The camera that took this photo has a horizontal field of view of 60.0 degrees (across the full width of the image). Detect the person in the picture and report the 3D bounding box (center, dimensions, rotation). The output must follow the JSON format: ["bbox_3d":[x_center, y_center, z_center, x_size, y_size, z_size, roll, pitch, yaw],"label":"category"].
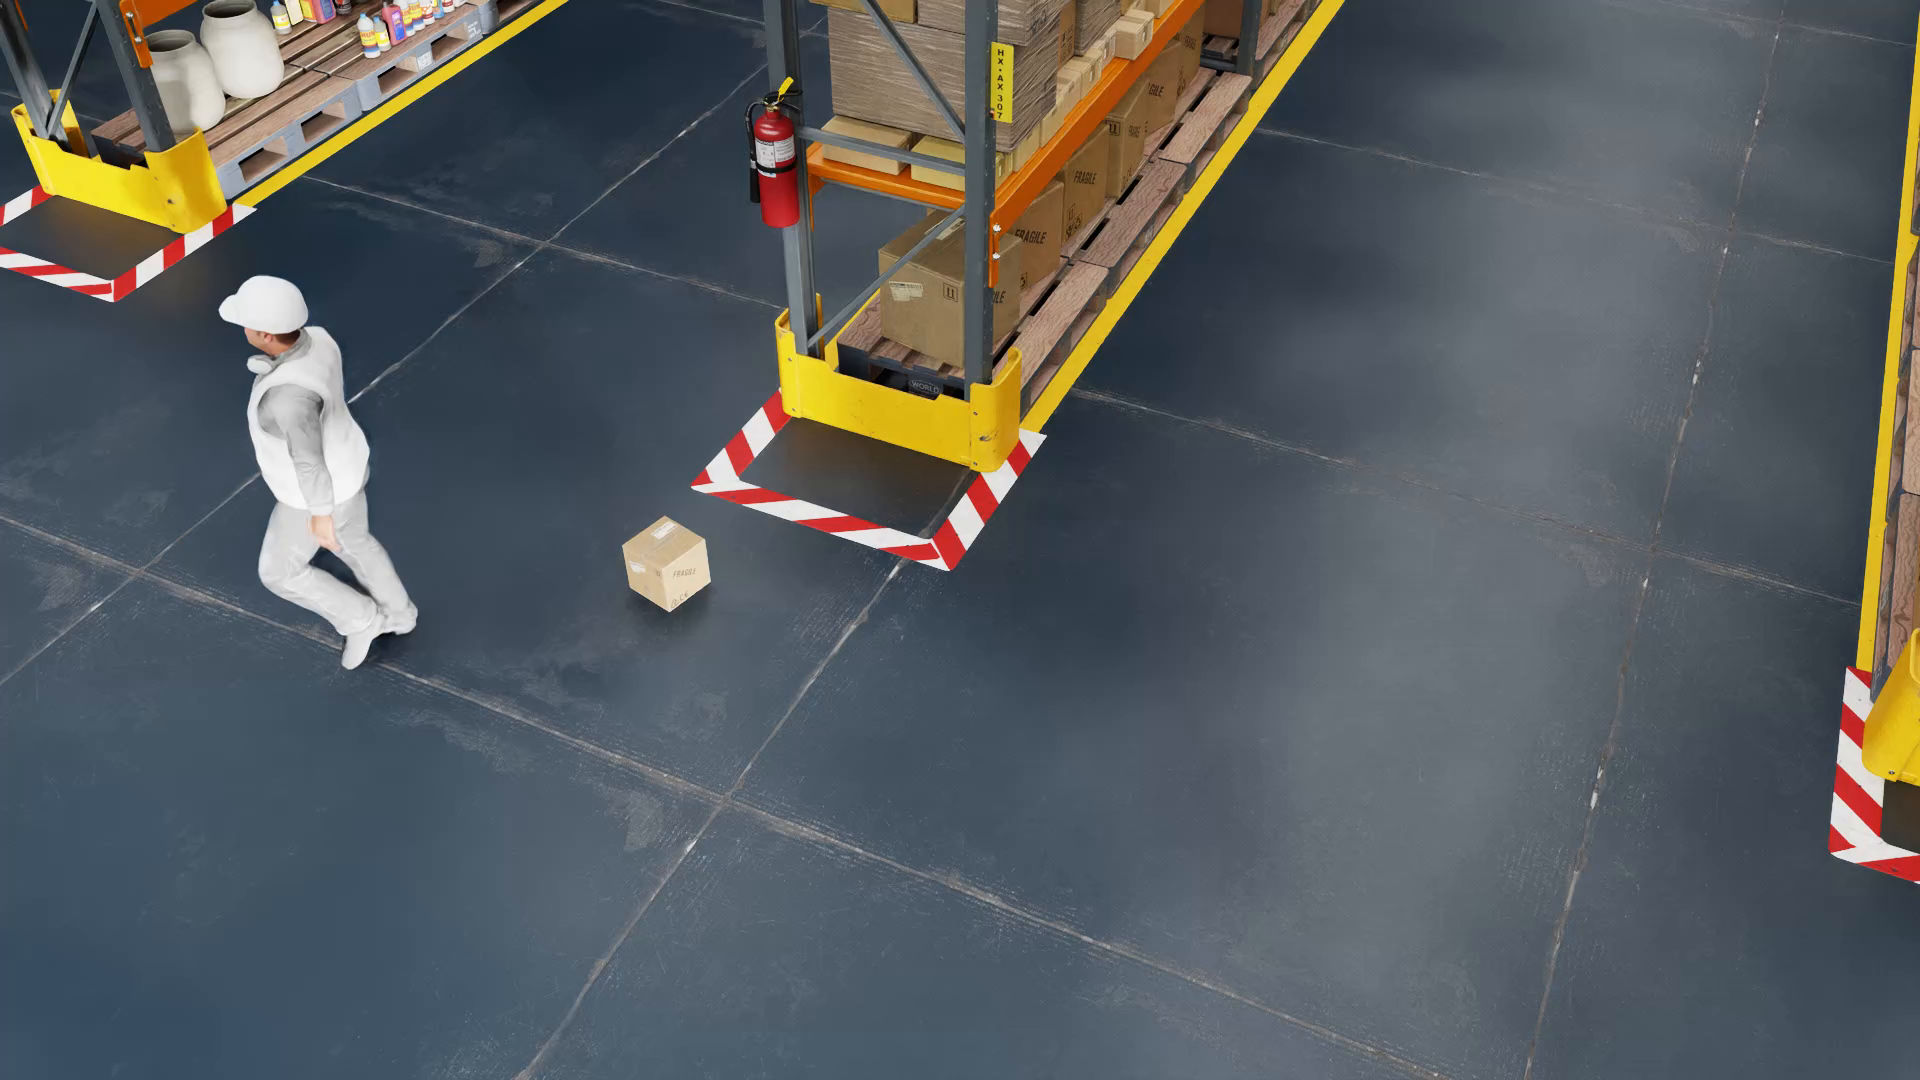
[{"bbox_3d":[-2.501,-0.235,6.389,0.483,1.805,0.559,-3,42,-3],"label":"person"}]
